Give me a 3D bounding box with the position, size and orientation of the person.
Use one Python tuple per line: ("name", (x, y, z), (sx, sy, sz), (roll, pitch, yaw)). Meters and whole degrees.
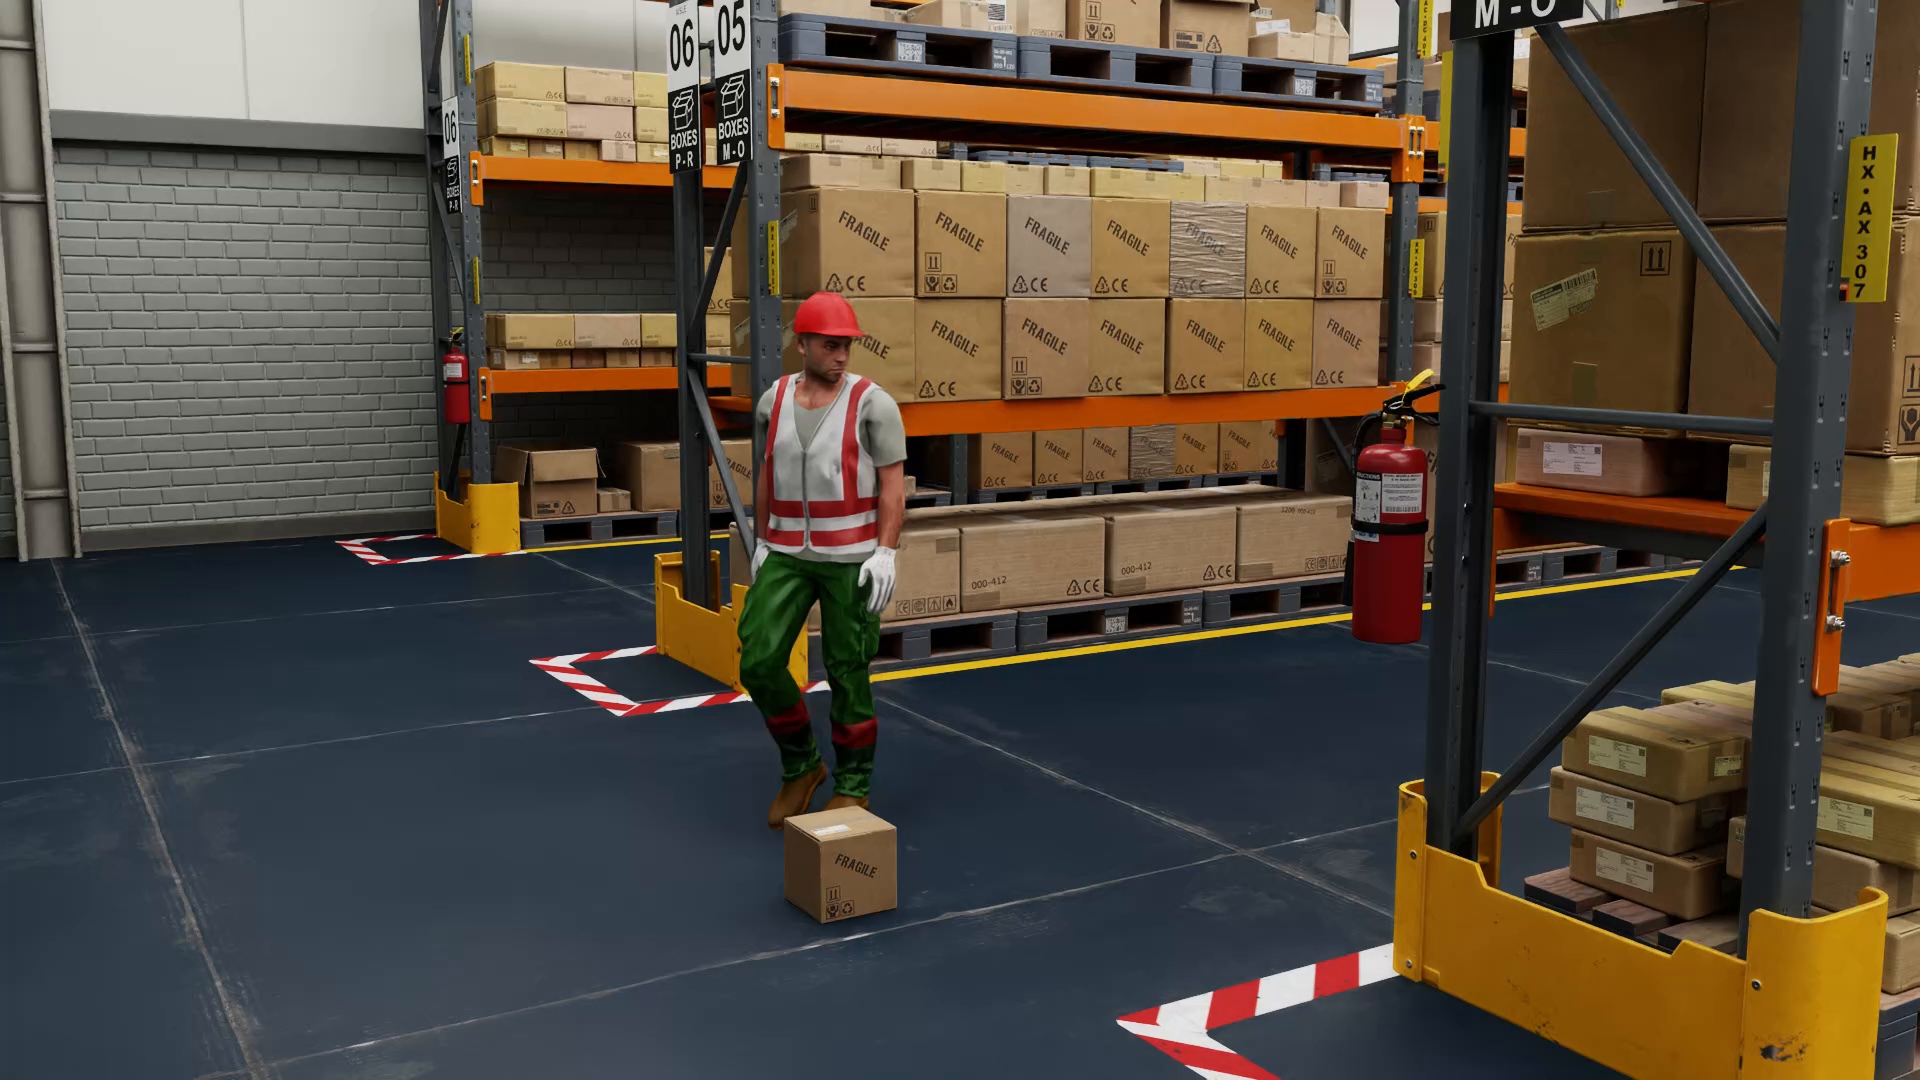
("person", (-0.479, 0.092, 5.526), (0.599, 1.812, 0.425), (3, 8, 18))
